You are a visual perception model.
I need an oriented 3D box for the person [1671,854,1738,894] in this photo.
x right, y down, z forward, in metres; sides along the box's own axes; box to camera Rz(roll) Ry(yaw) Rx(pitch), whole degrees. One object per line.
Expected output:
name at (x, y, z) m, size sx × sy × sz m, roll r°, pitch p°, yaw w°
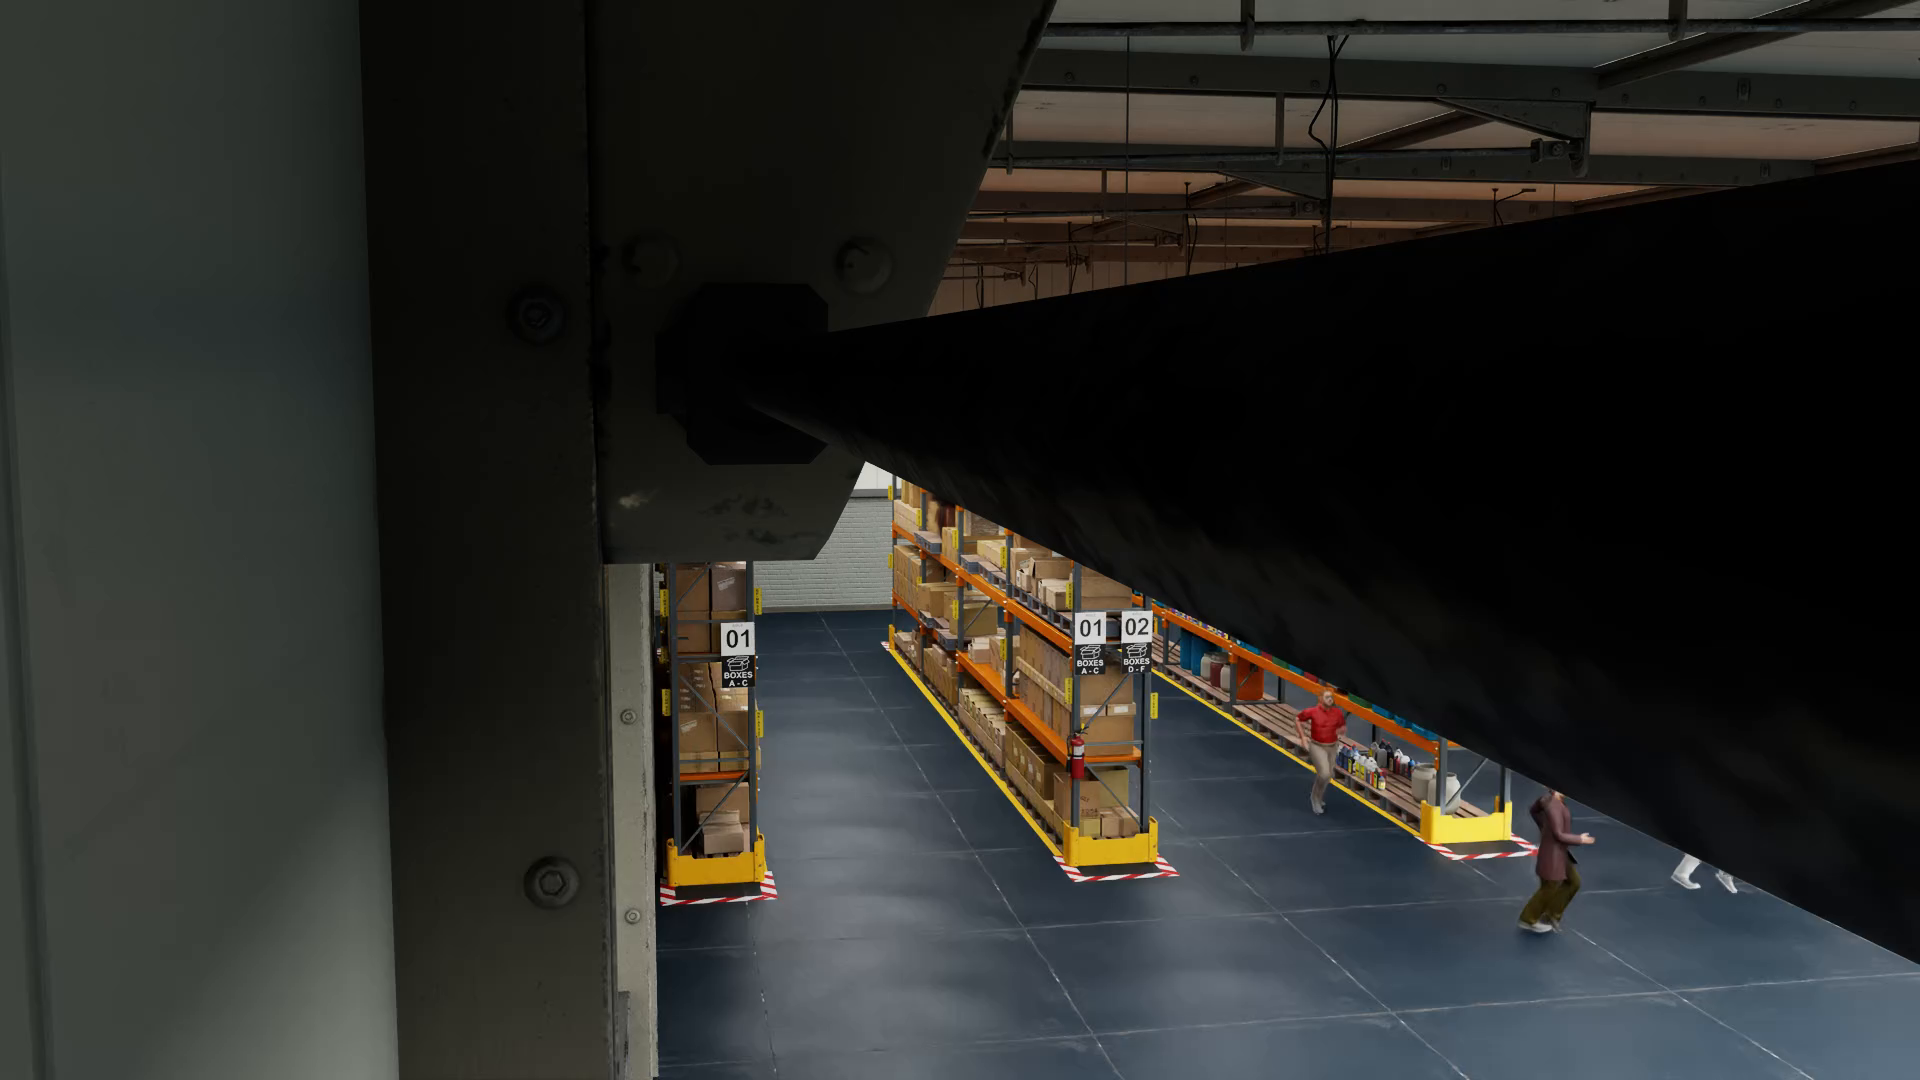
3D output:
person at (8.984, 3.331, 19.767) m, size 0.911 × 1.821 × 0.673 m, roll 3°, pitch 7°, yaw 25°

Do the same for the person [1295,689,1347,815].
person at (5.112, 2.968, 23.308) m, size 0.644 × 1.756 × 0.686 m, roll -2°, pitch 7°, yaw -19°

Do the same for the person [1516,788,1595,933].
person at (6.561, 3.495, 18.298) m, size 0.779 × 1.831 × 0.740 m, roll 2°, pitch 7°, yaw 19°
